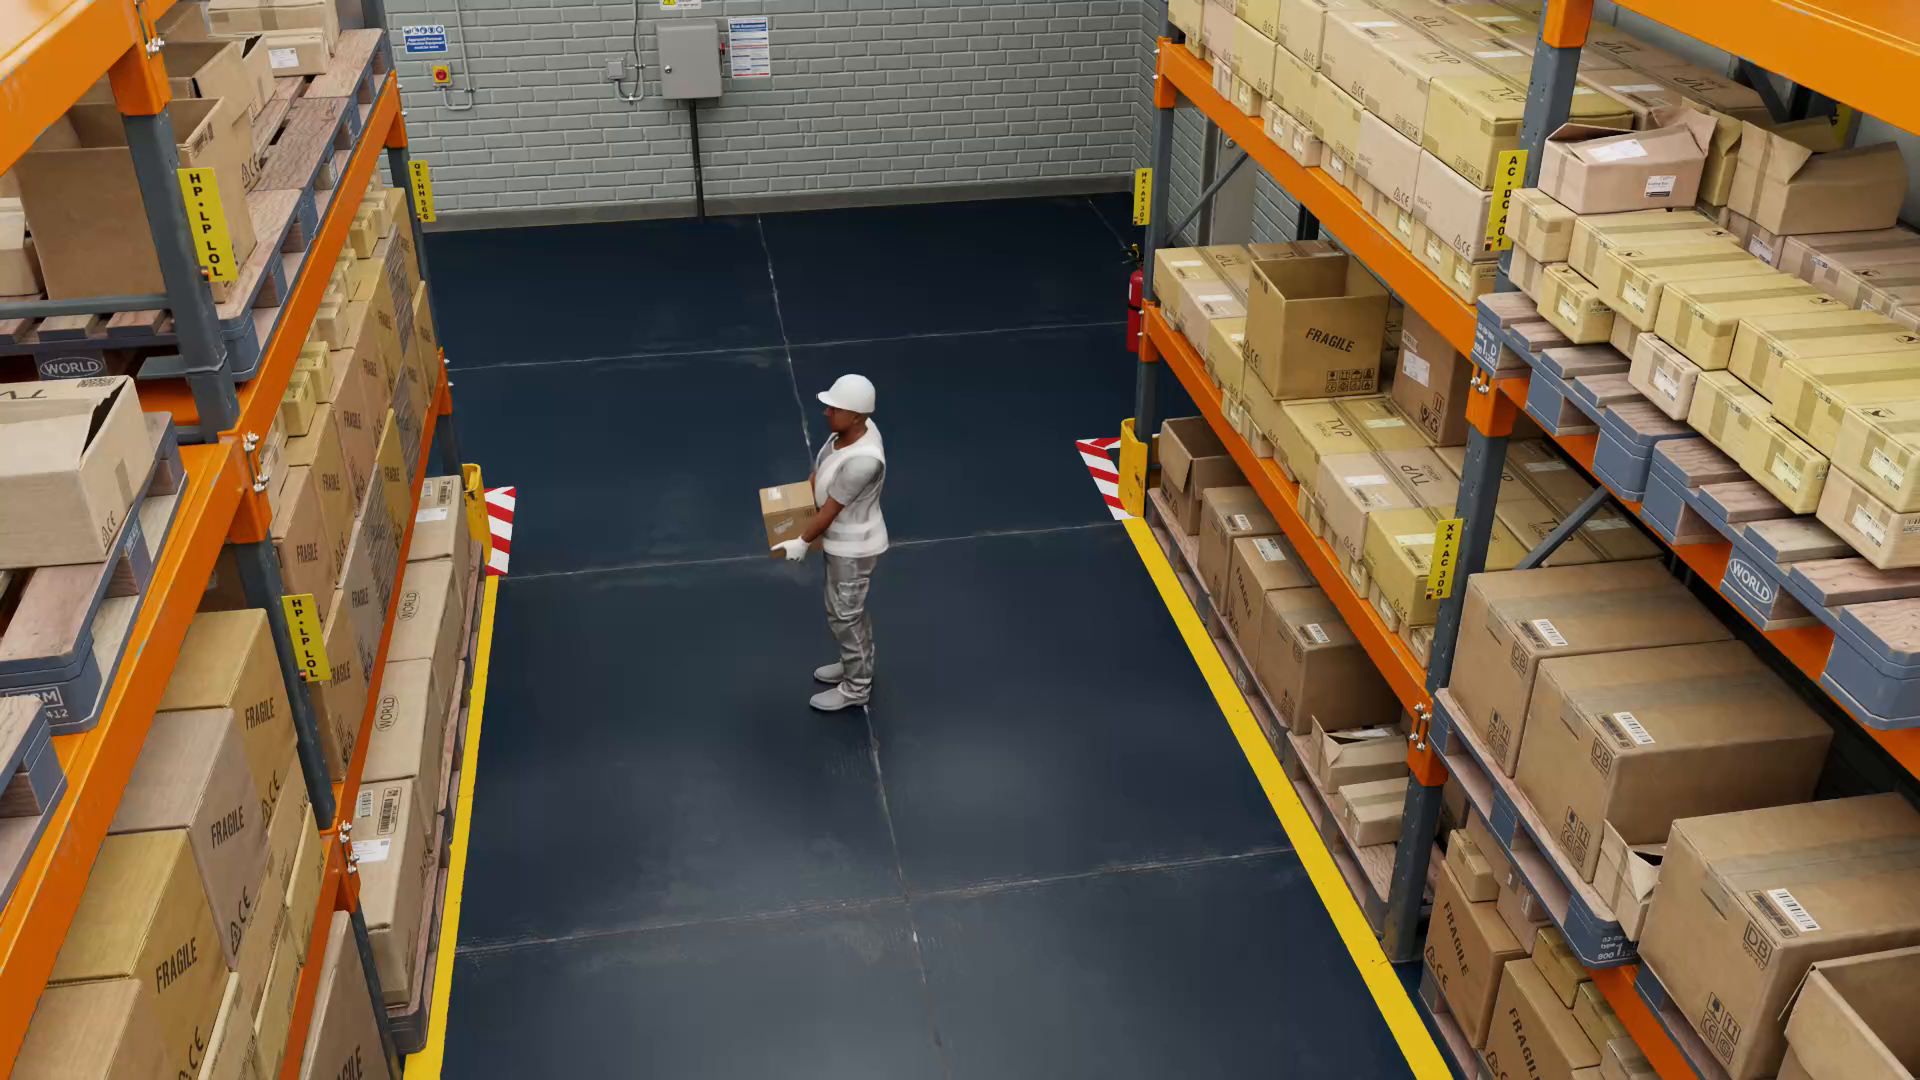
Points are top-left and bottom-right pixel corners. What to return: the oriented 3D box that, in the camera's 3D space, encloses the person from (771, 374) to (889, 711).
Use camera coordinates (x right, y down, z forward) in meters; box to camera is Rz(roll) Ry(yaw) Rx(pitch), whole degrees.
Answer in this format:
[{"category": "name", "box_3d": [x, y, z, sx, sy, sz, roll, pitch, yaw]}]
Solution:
[{"category": "person", "box_3d": [-0.638, 0.021, 8.084, 0.573, 1.781, 0.489, -5, 31, -8]}]
